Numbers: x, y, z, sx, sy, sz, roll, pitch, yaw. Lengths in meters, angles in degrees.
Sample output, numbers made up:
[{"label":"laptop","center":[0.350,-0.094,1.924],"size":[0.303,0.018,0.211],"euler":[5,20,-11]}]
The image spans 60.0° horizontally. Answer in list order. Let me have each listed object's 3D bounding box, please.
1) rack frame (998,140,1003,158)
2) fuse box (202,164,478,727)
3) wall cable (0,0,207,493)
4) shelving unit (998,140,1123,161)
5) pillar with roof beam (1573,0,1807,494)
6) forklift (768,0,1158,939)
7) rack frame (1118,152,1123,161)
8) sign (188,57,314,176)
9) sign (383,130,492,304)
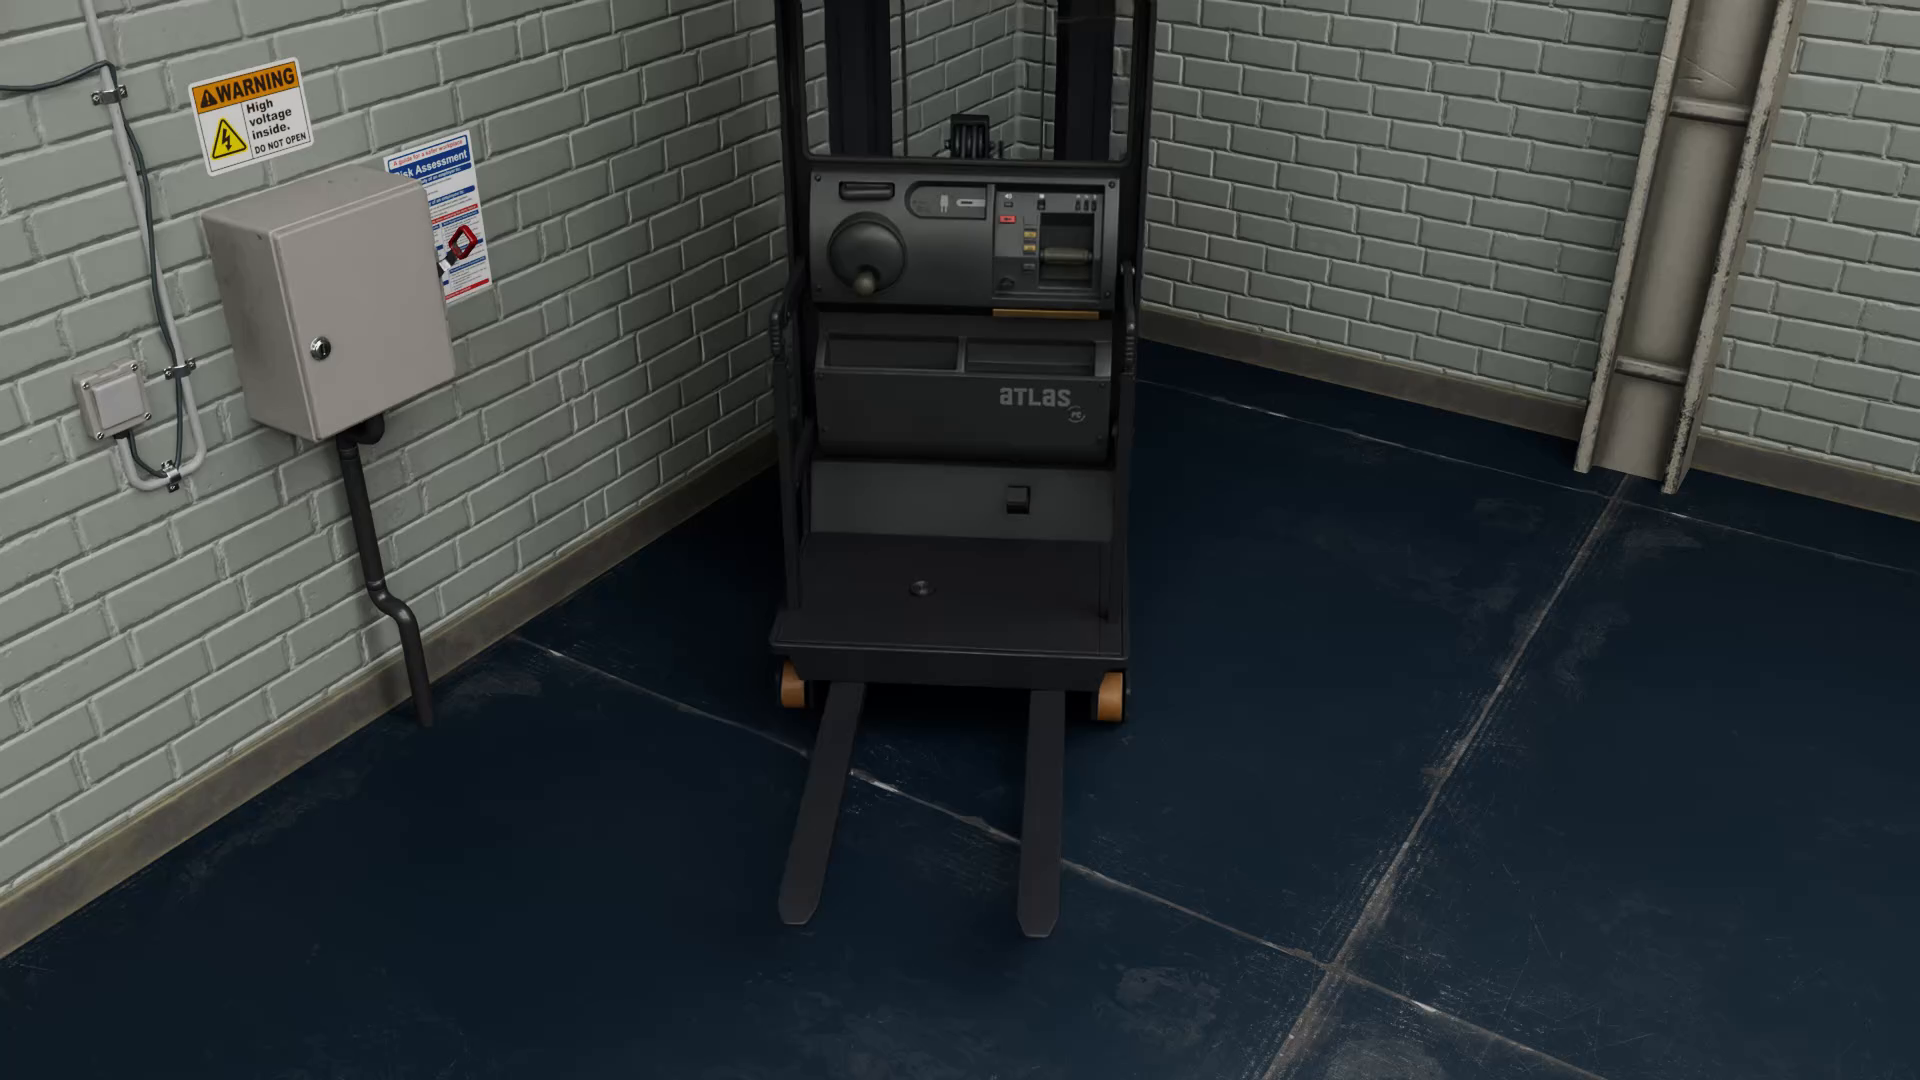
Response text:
[{"label":"rack frame","center":[0.126,-1.009,6.788],"size":[0.015,1.200,0.240],"euler":[10,32,16]},{"label":"fuse box","center":[-1.648,-0.167,4.839],"size":[0.414,1.711,0.539],"euler":[18,35,27]},{"label":"wall cable","center":[-2.144,-0.914,3.831],"size":[0.122,1.984,0.588],"euler":[18,35,27]},{"label":"shelving unit","center":[0.358,-0.970,6.721],"size":[0.503,1.200,0.258],"euler":[10,32,16]},{"label":"pillar with roof beam","center":[0.442,-2.346,1.342],"size":[0.400,9.000,9.100],"euler":[18,35,27]},{"label":"forklift","center":[-0.003,-0.862,4.819],"size":[1.130,2.935,3.031],"euler":[2,30,4]},{"label":"rack frame","center":[0.589,-0.930,6.654],"size":[0.015,1.200,0.240],"euler":[10,32,16]},{"label":"sign","center":[-1.853,-1.113,4.361],"size":[0.001,0.242,0.339],"euler":[18,35,27]},{"label":"sign","center":[-1.561,-0.949,4.995],"size":[0.001,0.494,0.329],"euler":[18,35,27]}]
